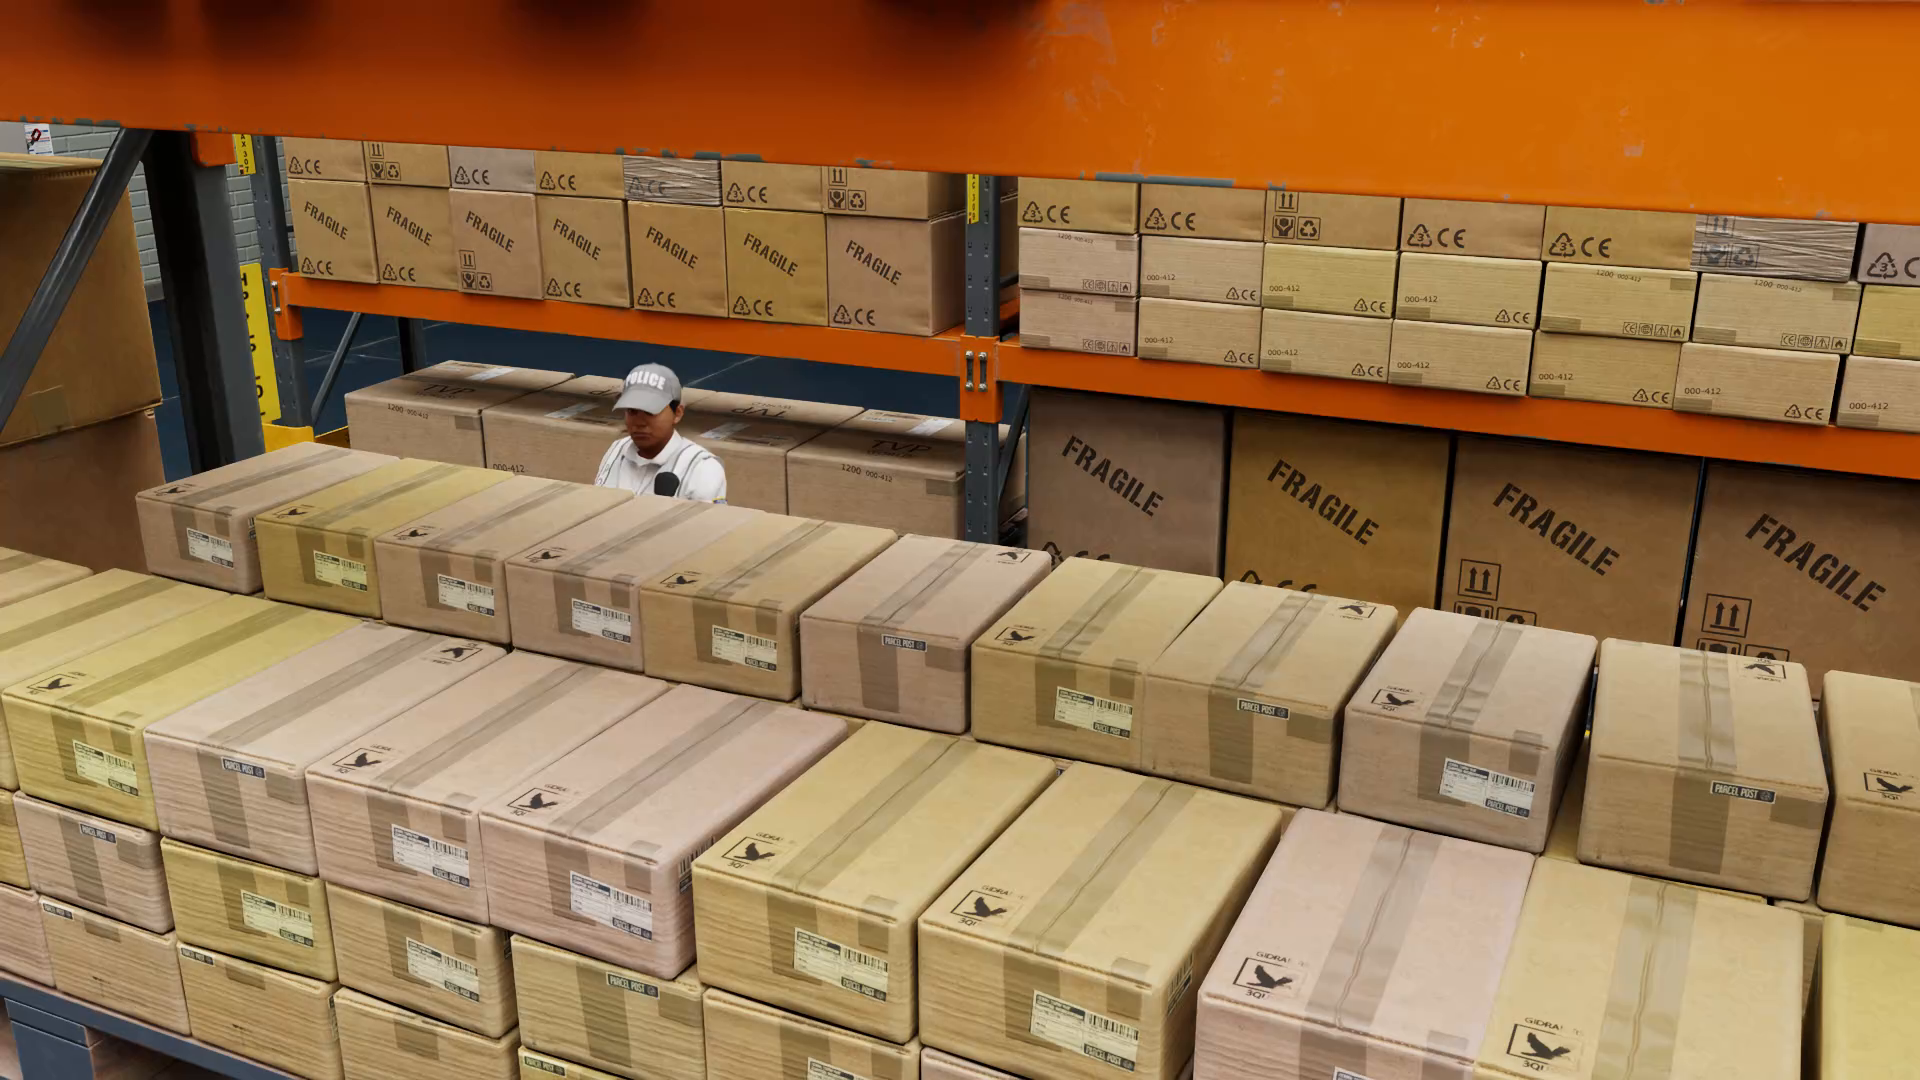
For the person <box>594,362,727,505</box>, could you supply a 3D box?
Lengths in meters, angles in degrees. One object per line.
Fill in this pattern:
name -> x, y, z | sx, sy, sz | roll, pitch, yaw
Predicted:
person -> -0.950, 0.261, 5.290 | 0.468, 1.668, 0.382 | 9, 21, 24
